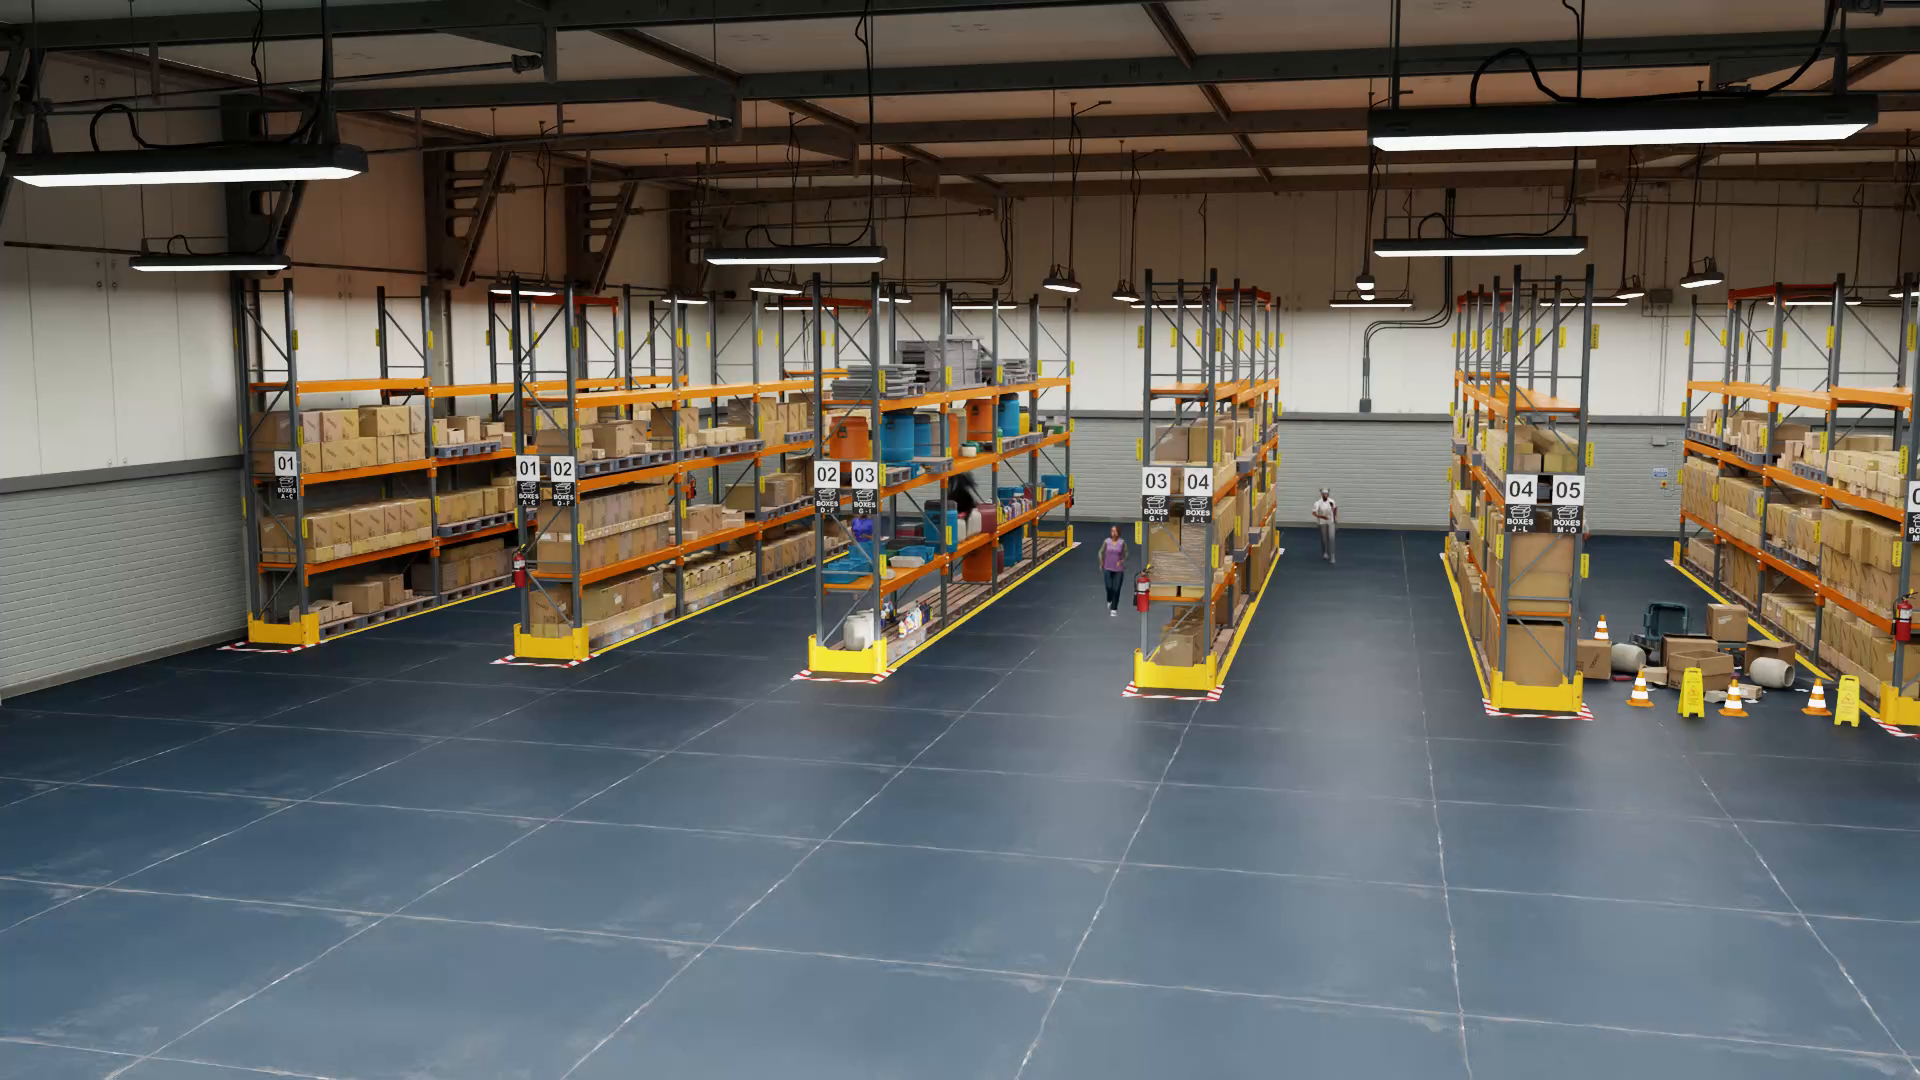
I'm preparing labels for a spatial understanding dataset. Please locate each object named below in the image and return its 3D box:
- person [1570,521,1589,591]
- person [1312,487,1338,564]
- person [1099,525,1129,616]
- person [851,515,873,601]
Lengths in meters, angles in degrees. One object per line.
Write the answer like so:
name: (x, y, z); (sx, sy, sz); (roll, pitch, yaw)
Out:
person: (12.171, 0.176, 33.110); (0.625, 1.748, 0.698); (1, 7, 7)
person: (8.287, -0.340, 37.783); (0.600, 1.732, 0.840); (0, 7, 3)
person: (2.624, 0.535, 28.434); (0.531, 1.570, 0.494); (1, 7, 7)
person: (-1.791, 0.231, 30.771); (0.558, 1.747, 0.741); (1, 7, 11)
